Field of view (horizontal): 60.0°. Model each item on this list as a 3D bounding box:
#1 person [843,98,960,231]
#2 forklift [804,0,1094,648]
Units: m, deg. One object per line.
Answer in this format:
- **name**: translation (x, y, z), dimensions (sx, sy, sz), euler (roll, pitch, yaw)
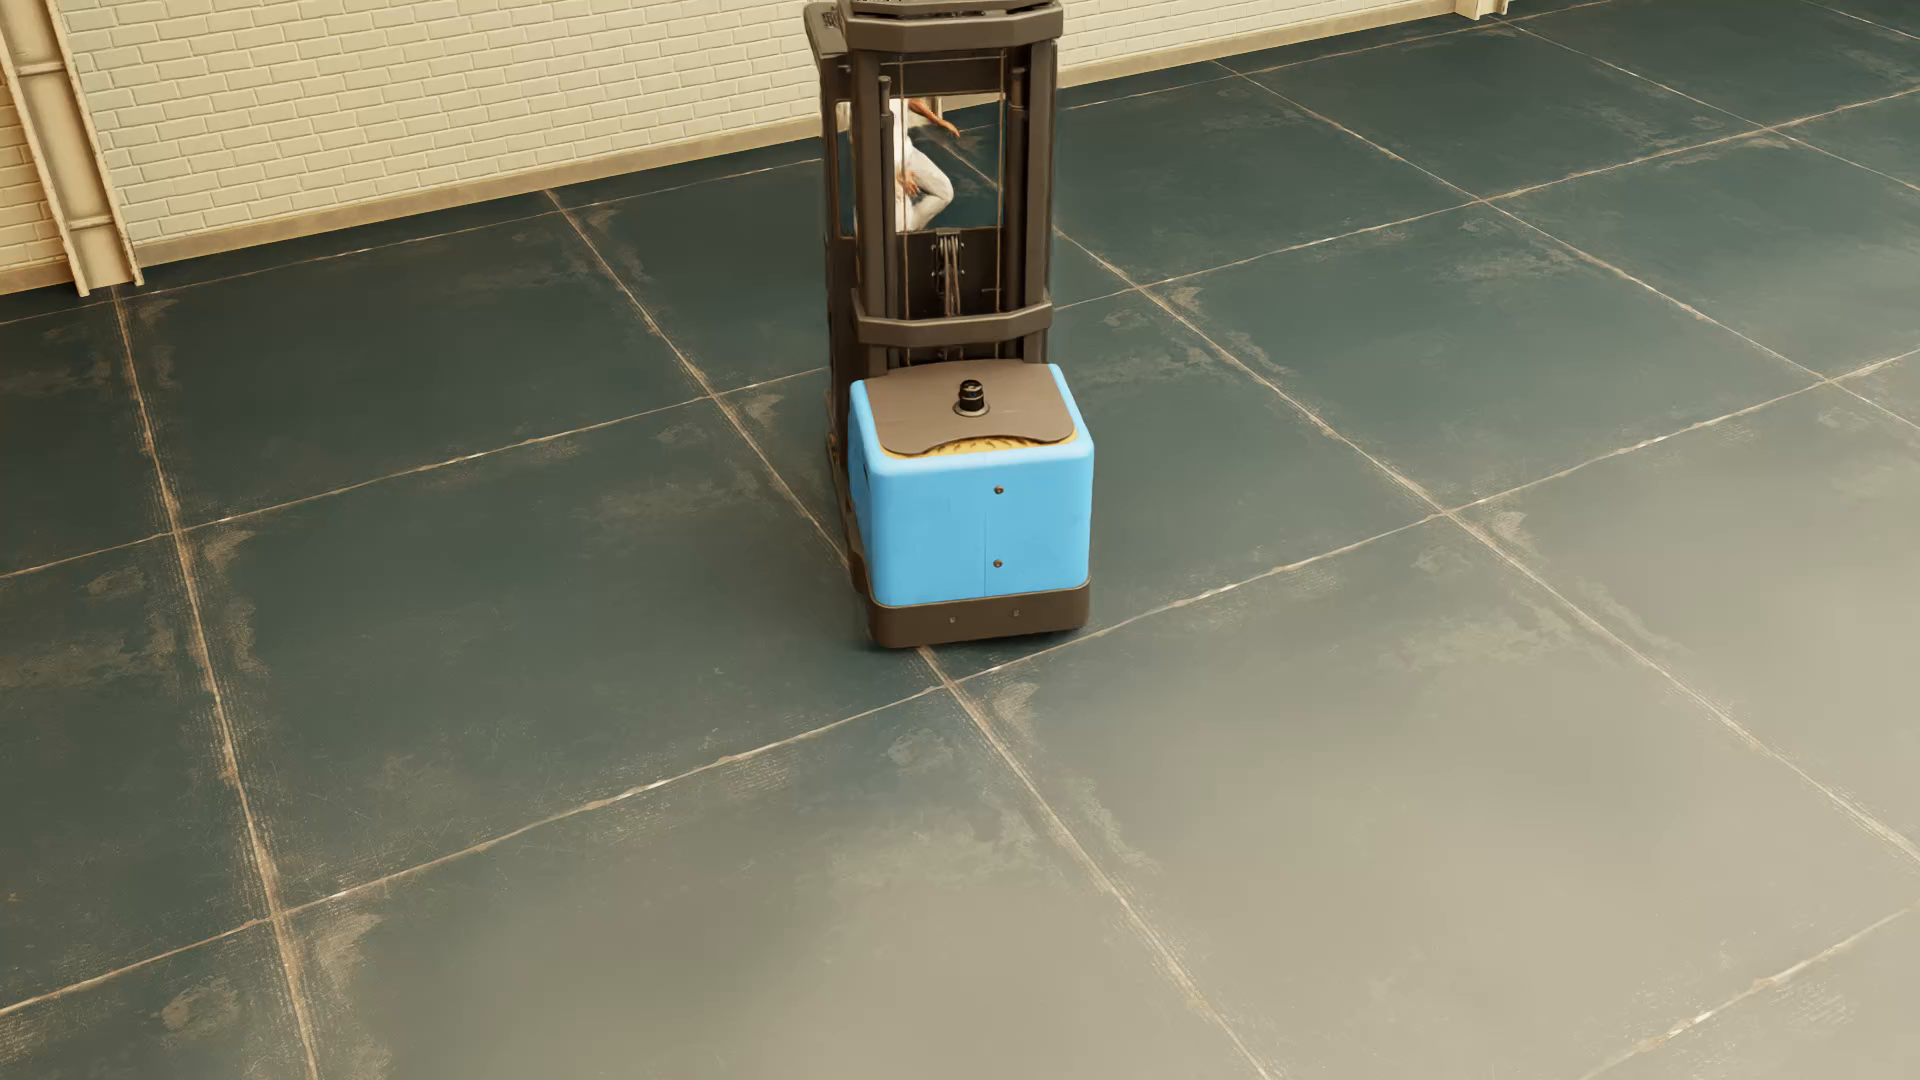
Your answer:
- **person**: translation (-0.360, -2.454, 10.744), dimensions (0.708, 1.612, 0.886), euler (17, 39, 23)
- **forklift**: translation (-0.142, -1.532, 8.290), dimensions (1.130, 2.935, 3.031), euler (-6, 36, -8)
